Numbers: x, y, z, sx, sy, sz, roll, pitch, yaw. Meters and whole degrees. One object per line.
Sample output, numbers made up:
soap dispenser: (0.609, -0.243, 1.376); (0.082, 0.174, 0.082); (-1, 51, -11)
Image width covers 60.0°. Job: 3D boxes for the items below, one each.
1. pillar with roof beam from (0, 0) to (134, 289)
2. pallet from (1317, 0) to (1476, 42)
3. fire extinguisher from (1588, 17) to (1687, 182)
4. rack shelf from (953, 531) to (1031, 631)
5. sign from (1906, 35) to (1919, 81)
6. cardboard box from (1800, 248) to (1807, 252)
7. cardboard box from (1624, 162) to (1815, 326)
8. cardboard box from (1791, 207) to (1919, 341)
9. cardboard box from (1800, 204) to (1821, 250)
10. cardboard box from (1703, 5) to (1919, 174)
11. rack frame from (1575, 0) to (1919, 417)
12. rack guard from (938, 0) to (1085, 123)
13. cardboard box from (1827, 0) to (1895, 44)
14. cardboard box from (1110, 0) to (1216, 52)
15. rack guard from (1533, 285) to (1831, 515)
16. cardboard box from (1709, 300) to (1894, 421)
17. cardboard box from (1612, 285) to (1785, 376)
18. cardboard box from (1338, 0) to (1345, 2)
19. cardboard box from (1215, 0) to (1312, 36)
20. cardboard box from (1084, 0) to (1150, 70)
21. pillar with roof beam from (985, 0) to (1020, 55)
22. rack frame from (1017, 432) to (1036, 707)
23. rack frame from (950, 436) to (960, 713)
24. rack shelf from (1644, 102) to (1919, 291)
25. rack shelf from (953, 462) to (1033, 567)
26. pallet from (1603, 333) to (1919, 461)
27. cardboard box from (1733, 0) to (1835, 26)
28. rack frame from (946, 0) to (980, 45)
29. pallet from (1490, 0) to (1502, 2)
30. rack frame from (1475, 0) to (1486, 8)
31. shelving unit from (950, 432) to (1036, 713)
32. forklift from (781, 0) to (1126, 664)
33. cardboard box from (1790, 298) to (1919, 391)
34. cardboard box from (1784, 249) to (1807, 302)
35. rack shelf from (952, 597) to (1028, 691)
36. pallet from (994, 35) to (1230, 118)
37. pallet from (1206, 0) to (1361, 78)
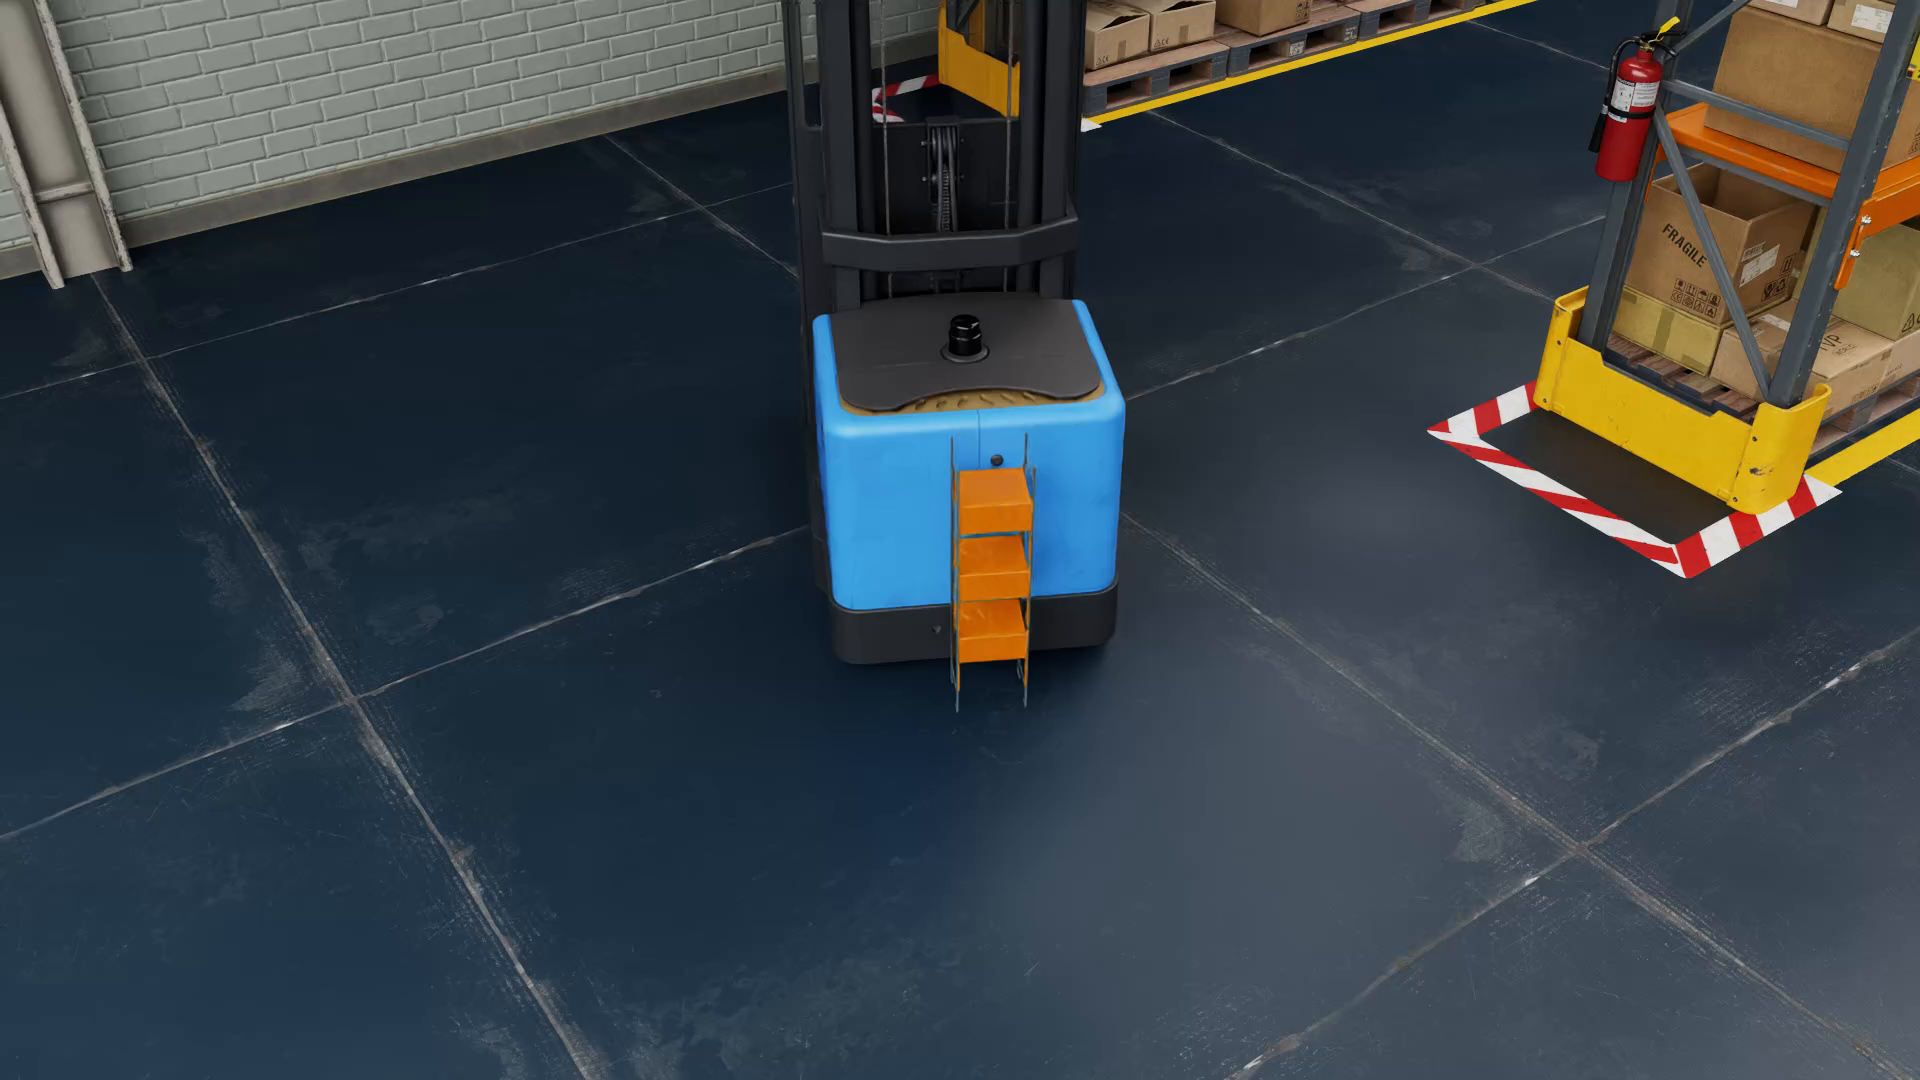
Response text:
pillar with roof beam: (-2.104, -3.026, 3.251); (0.400, 9.000, 9.100); (-22, 41, -28)
pallet: (2.988, -3.986, 12.111); (1.213, 0.211, 1.003); (-22, 41, -28)
fire extinguisher: (2.739, -1.803, 6.754); (0.183, 0.674, 0.296); (-22, 41, -28)
rack shelf: (0.104, 0.138, 5.669); (0.240, 0.259, 0.215); (-4, 38, -5)
sign: (3.418, -1.769, 5.831); (0.005, 0.325, 0.100); (-22, 41, -28)
cardboard box: (4.181, -1.371, 8.082); (0.500, 0.250, 0.500); (-22, 41, -28)
cardboard box: (3.370, -1.333, 7.388); (0.500, 0.500, 0.500); (-22, 41, -28)
cardboard box: (4.078, -1.254, 7.278); (0.500, 0.500, 0.500); (-22, 41, -28)
cardboard box: (4.179, -1.677, 7.865); (0.500, 0.500, 0.500); (-22, 41, -28)
cardboard box: (3.493, -1.844, 6.659); (0.500, 0.500, 0.700); (-22, 41, -28)
rack frame: (3.104, -1.652, 6.478); (0.127, 3.000, 1.000); (-22, 41, -28)
rack guard: (0.309, -3.026, 10.529); (0.348, 0.500, 1.175); (-22, 41, -28)
cardboard box: (3.548, -1.985, 6.300); (0.250, 0.149, 0.380); (-23, 41, -28)
cardboard box: (1.330, -3.484, 10.951); (0.500, 0.311, 0.500); (-19, 40, -24)
rack guard: (3.084, -0.629, 7.197); (0.348, 0.500, 1.175); (-22, 41, -28)
cardboard box: (3.670, -0.781, 7.262); (0.500, 0.250, 0.500); (-22, 41, -28)
cardboard box: (3.372, -1.028, 7.605); (0.500, 0.250, 0.500); (-22, 41, -28)
cardboard box: (2.691, -4.156, 11.724); (0.500, 0.500, 0.500); (-26, 43, -31)
cardboard box: (1.959, -3.783, 11.206); (0.500, 0.500, 0.700); (-25, 43, -31)
cardboard box: (0.864, -3.292, 10.684); (0.500, 0.311, 0.500); (-28, 44, -33)
pillar with roof beam: (2.801, -5.044, 6.057); (0.400, 9.000, 9.100); (-22, 41, -28)
rack frame: (0.225, 0.122, 5.673); (0.008, 1.050, 0.200); (-4, 38, -5)
rack frame: (-0.018, 0.138, 5.651); (0.008, 1.050, 0.200); (-4, 38, -5)
rack shelf: (4.738, -2.033, 7.624); (4.000, 0.370, 1.077); (-22, 41, -28)
rack shelf: (0.105, -0.085, 5.494); (0.240, 0.259, 0.215); (-4, 38, -5)
pallet: (3.705, -0.797, 7.678); (1.213, 0.211, 1.003); (-22, 41, -28)
cardboard box: (3.306, -2.176, 6.565); (0.250, 0.149, 0.380); (-23, 42, -29)
rack frame: (0.247, -4.015, 9.764); (0.127, 3.000, 1.000); (-22, 41, -28)
pallet: (4.152, -4.491, 12.814); (1.213, 0.211, 1.003); (-22, 41, -28)
rack frame: (3.516, -5.361, 11.634); (0.127, 3.000, 1.000); (-22, 41, -28)
shelving unit: (0.104, 0.130, 5.662); (0.252, 1.050, 0.215); (-4, 38, -5)
forklift: (-0.123, -1.590, 6.450); (1.130, 2.935, 3.031); (-4, 36, -6)
cardboard box: (4.077, -0.951, 7.498); (0.500, 0.250, 0.500); (-22, 41, -28)
cardboard box: (3.773, -1.202, 7.847); (0.500, 0.250, 0.500); (-22, 41, -28)
rack shelf: (0.102, 0.357, 5.841); (0.240, 0.259, 0.215); (-4, 38, -5)
pallet: (0.993, -3.165, 10.970); (1.213, 0.211, 1.003); (-22, 41, -28)
pallet: (1.990, -3.573, 11.537); (1.213, 0.211, 1.003); (-22, 41, -28)
